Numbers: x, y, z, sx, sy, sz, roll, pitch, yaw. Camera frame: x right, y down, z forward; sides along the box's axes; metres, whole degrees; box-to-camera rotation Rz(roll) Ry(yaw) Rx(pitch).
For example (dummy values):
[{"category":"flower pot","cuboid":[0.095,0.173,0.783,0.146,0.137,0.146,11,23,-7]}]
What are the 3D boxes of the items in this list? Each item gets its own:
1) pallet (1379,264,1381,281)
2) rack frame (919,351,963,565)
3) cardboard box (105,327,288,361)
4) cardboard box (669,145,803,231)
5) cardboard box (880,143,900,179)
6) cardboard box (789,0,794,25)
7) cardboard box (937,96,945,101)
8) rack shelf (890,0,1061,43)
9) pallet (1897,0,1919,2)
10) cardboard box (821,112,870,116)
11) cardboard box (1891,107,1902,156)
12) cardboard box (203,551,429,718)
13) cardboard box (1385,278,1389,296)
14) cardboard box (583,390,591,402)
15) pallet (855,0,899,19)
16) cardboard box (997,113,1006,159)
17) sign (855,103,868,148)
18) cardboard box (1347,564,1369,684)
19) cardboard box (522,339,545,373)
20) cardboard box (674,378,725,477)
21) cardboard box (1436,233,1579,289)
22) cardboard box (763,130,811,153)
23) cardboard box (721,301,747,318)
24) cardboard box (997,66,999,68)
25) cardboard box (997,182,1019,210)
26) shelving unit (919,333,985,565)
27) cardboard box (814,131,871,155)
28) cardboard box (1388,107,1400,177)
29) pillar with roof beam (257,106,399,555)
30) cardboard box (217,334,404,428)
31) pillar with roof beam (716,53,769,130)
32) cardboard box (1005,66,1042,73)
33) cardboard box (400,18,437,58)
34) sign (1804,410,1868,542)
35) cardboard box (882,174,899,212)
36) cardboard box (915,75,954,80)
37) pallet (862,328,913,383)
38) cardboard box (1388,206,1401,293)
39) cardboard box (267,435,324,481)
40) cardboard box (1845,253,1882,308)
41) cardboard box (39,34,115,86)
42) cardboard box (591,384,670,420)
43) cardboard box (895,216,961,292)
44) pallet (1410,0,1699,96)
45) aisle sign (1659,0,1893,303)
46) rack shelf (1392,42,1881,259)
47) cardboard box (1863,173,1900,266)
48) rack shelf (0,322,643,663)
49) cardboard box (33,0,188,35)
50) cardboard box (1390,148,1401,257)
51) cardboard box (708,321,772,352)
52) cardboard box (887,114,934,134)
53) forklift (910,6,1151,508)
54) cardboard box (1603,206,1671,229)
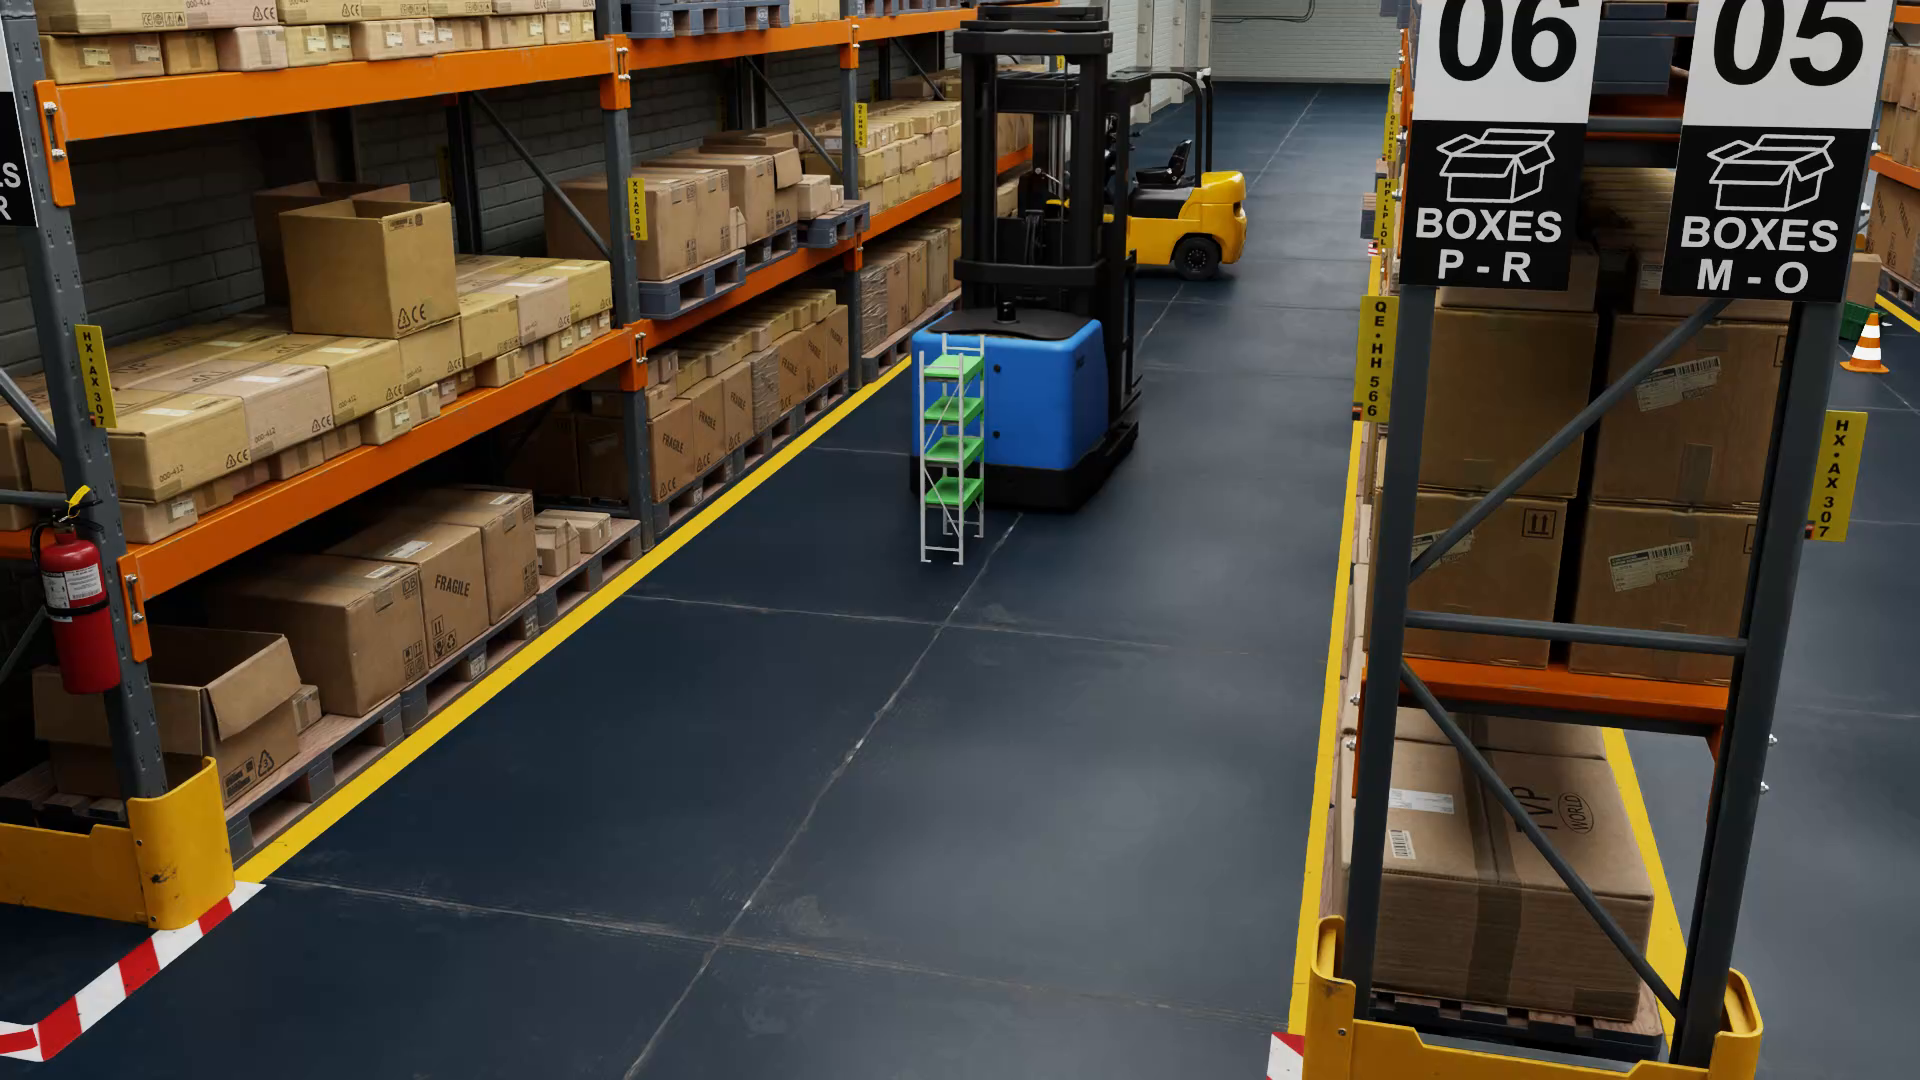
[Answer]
[{"category":"pallet","cuboid":[4.941,-2.790,17.531,1.003,0.211,1.213,5,19,13]},{"category":"rack frame","cuboid":[-0.100,-0.439,9.118,0.240,1.200,0.015,5,19,13]},{"category":"cardboard box","cuboid":[-3.123,-0.694,6.851,0.500,0.250,0.500,5,20,15]},{"category":"cardboard box","cuboid":[-1.495,-2.372,11.181,0.797,0.503,0.637,4,19,12]},{"category":"cardboard box","cuboid":[-0.807,-3.092,13.559,0.500,0.250,0.500,5,20,15]},{"category":"cardboard box","cuboid":[-1.410,-3.504,10.898,0.500,0.250,0.500,5,19,13]},{"category":"cardboard box","cuboid":[-0.369,-4.543,17.189,0.380,0.149,0.250,5,20,15]},{"category":"rack shelf","cuboid":[0.190,-5.610,17.943,1.077,0.370,4.000,5,19,13]},{"category":"pallet","cuboid":[10.146,-5.552,16.798,1.003,0.211,1.213,5,19,13]},{"category":"cardboard box","cuboid":[-1.010,-3.691,14.694,0.380,0.149,0.250,5,19,14]},{"category":"cardboard box","cuboid":[10.158,-4.185,17.066,0.875,0.550,0.550,5,19,13]},{"category":"cardboard box","cuboid":[-2.743,0.392,7.116,0.700,0.500,0.500,5,20,16]},{"category":"cardboard box","cuboid":[2.192,-0.927,7.605,0.500,0.500,0.500,5,20,15]},{"category":"cardboard box","cuboid":[-2.384,-0.940,10.014,0.380,0.149,0.250,5,19,13]},{"category":"pallet","cuboid":[-1.197,-4.200,12.995,1.213,0.211,1.003,6,20,16]},{"category":"cardboard box","cuboid":[0.174,-4.234,17.289,0.500,0.500,0.500,5,19,14]},{"category":"sign","cuboid":[-0.747,-3.121,12.515,0.100,0.325,0.005,5,19,13]},{"category":"cardboard box","cuboid":[2.085,0.477,6.965,0.875,0.438,0.875,4,19,12]},{"category":"cardboard box","cuboid":[-2.259,-0.911,8.103,0.380,0.149,0.250,5,20,15]},{"category":"cardboard box","cuboid":[-1.796,-0.714,10.354,0.500,0.500,0.500,4,19,13]},{"category":"cardboard box","cuboid":[1.516,-0.789,4.652,0.380,0.149,0.250,5,19,14]},{"category":"cardboard box","cuboid":[-1.393,-3.122,13.030,0.380,0.149,0.250,5,20,15]},{"category":"cardboard box","cuboid":[-1.780,-1.669,12.147,0.380,0.149,0.250,5,19,14]},{"category":"cardboard box","cuboid":[0.242,-5.401,19.241,0.380,0.149,0.250,5,19,14]},{"category":"cardboard box","cuboid":[0.369,-3.718,17.989,0.500,0.250,0.500,5,20,15]},{"category":"shelving unit","cuboid":[-0.040,-0.516,9.342,0.258,1.200,0.503,5,19,13]},{"category":"cardboard box","cuboid":[-0.912,-3.081,12.909,0.380,0.149,0.250,5,20,15]},{"category":"cardboard box","cuboid":[3.495,-2.974,12.488,0.500,0.500,0.500,4,19,13]},{"category":"pillar with roof beam","cuboid":[0.877,-3.748,6.740,9.100,9.000,0.400,5,19,13]},{"category":"cardboard box","cuboid":[-2.615,-0.651,6.724,0.500,0.250,0.500,4,19,12]},{"category":"pillar with roof beam","cuboid":[2.343,-5.629,12.246,9.100,9.000,0.400,5,19,13]},{"category":"cardboard box","cuboid":[0.728,-5.360,19.121,0.380,0.149,0.250,5,20,15]},{"category":"cardboard box","cuboid":[-2.402,-2.076,6.873,0.380,0.149,0.250,5,20,14]},{"category":"sign","cuboid":[2.120,-0.153,4.034,0.100,0.325,0.005,5,19,13]},{"category":"cardboard box","cuboid":[-0.803,-2.856,13.641,0.500,0.250,0.500,4,19,12]},{"category":"cardboard box","cuboid":[-0.277,-4.845,17.615,0.380,0.149,0.250,4,19,12]},{"category":"pallet","cuboid":[-1.037,-1.586,14.003,1.003,0.211,1.213,5,19,13]},{"category":"cardboard box","cuboid":[1.818,-0.921,6.041,0.500,0.500,0.500,5,19,13]},{"category":"cardboard box","cuboid":[-2.715,-0.348,6.455,0.380,0.149,0.250,5,20,15]},{"category":"cardboard box","cuboid":[8.724,-2.540,16.346,0.500,0.500,0.500,8,21,23]},{"category":"cardboard box","cuboid":[-2.927,-1.525,5.259,0.380,0.149,0.250,5,20,15]},{"category":"cardboard box","cuboid":[-1.908,-0.811,9.635,0.380,0.149,0.250,6,20,16]},{"category":"cardboard box","cuboid":[-0.415,-2.815,16.311,0.875,0.625,0.625,6,20,16]},{"category":"pallet","cuboid":[1.755,-1.363,4.533,1.003,0.211,1.213,5,19,13]},{"category":"aisle sign","cuboid":[1.847,-0.937,3.767,0.394,0.787,0.004,5,19,13]},{"category":"rack shelf","cuboid":[2.072,-1.458,5.787,1.077,0.370,4.000,5,19,13]},{"category":"cardboard box","cuboid":[10.216,-3.383,17.589,0.875,0.875,0.875,5,19,14]},{"category":"rack shelf","cuboid":[-2.742,-0.429,7.417,1.077,0.370,4.000,5,19,13]},{"category":"cardboard box","cuboid":[-2.857,-1.750,5.300,0.500,0.250,0.500,4,19,13]},{"category":"cardboard box","cuboid":[2.427,-1.686,8.282,0.500,0.500,0.500,5,20,15]},{"category":"cardboard box","cuboid":[-1.502,-1.385,11.315,0.380,0.149,0.250,4,19,11]},{"category":"cardboard box","cuboid":[-0.440,-3.642,14.550,0.380,0.149,0.250,4,19,12]},{"category":"forklift","cuboid":[0.616,-2.021,11.070,1.130,2.935,3.031,6,20,16]},{"category":"cardboard box","cuboid":[2.155,-0.913,5.014,0.380,0.149,0.250,4,19,12]}]
